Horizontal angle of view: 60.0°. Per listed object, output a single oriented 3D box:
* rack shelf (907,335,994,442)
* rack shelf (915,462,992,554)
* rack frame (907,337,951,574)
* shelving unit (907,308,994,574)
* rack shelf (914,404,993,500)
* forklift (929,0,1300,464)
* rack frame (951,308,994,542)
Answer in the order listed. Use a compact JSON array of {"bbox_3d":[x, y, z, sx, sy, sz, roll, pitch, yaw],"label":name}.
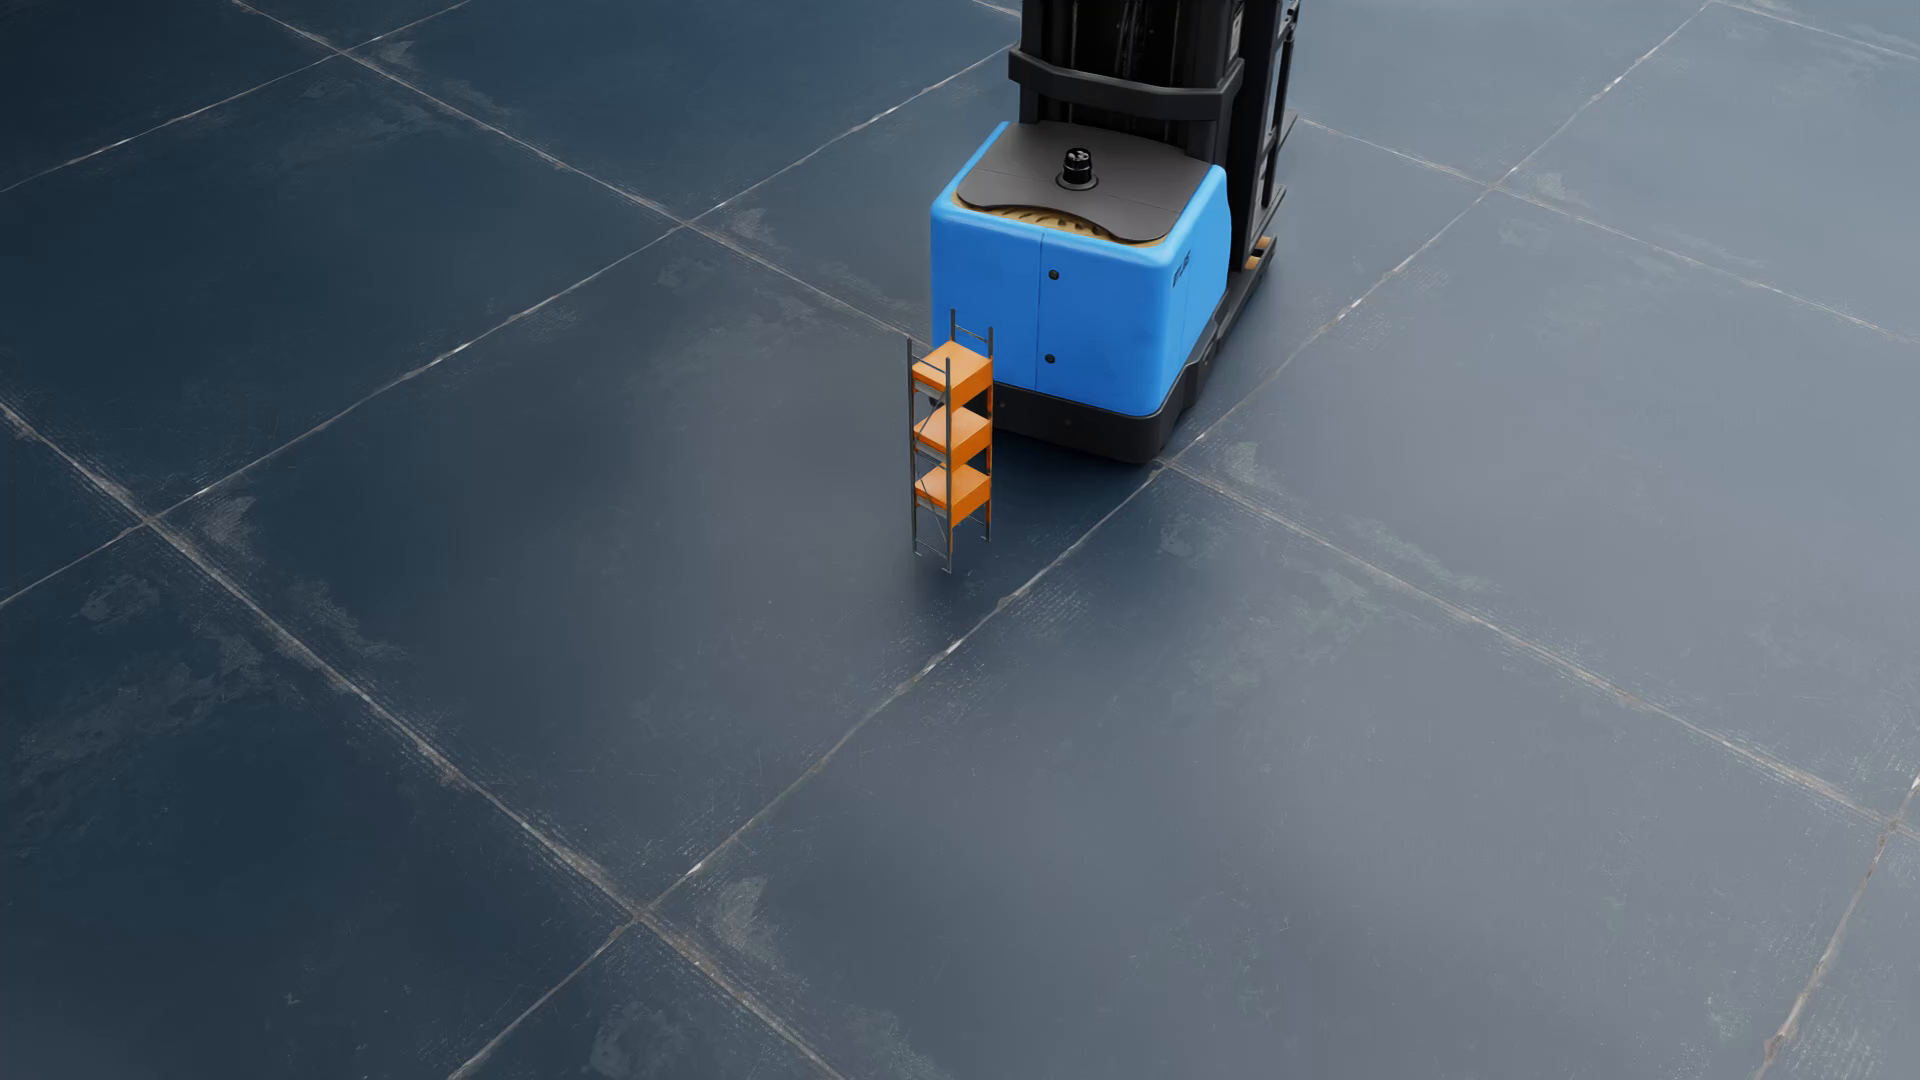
[{"bbox_3d":[-0.034,-0.563,6.183,0.215,0.259,0.240,29,50,28],"label":"rack shelf"},{"bbox_3d":[-0.034,-0.147,6.561,0.215,0.259,0.240,29,50,28],"label":"rack shelf"},{"bbox_3d":[-0.113,-0.298,6.297,0.200,1.050,0.008,29,50,28],"label":"rack frame"},{"bbox_3d":[-0.034,-0.361,6.367,0.215,1.050,0.252,29,50,28],"label":"shelving unit"},{"bbox_3d":[-0.034,-0.353,6.374,0.215,0.259,0.240,29,50,28],"label":"rack shelf"},{"bbox_3d":[0.913,-2.404,7.216,1.130,2.935,3.031,16,45,17],"label":"forklift"},{"bbox_3d":[0.044,-0.424,6.436,0.200,1.050,0.008,29,50,28],"label":"rack frame"}]
